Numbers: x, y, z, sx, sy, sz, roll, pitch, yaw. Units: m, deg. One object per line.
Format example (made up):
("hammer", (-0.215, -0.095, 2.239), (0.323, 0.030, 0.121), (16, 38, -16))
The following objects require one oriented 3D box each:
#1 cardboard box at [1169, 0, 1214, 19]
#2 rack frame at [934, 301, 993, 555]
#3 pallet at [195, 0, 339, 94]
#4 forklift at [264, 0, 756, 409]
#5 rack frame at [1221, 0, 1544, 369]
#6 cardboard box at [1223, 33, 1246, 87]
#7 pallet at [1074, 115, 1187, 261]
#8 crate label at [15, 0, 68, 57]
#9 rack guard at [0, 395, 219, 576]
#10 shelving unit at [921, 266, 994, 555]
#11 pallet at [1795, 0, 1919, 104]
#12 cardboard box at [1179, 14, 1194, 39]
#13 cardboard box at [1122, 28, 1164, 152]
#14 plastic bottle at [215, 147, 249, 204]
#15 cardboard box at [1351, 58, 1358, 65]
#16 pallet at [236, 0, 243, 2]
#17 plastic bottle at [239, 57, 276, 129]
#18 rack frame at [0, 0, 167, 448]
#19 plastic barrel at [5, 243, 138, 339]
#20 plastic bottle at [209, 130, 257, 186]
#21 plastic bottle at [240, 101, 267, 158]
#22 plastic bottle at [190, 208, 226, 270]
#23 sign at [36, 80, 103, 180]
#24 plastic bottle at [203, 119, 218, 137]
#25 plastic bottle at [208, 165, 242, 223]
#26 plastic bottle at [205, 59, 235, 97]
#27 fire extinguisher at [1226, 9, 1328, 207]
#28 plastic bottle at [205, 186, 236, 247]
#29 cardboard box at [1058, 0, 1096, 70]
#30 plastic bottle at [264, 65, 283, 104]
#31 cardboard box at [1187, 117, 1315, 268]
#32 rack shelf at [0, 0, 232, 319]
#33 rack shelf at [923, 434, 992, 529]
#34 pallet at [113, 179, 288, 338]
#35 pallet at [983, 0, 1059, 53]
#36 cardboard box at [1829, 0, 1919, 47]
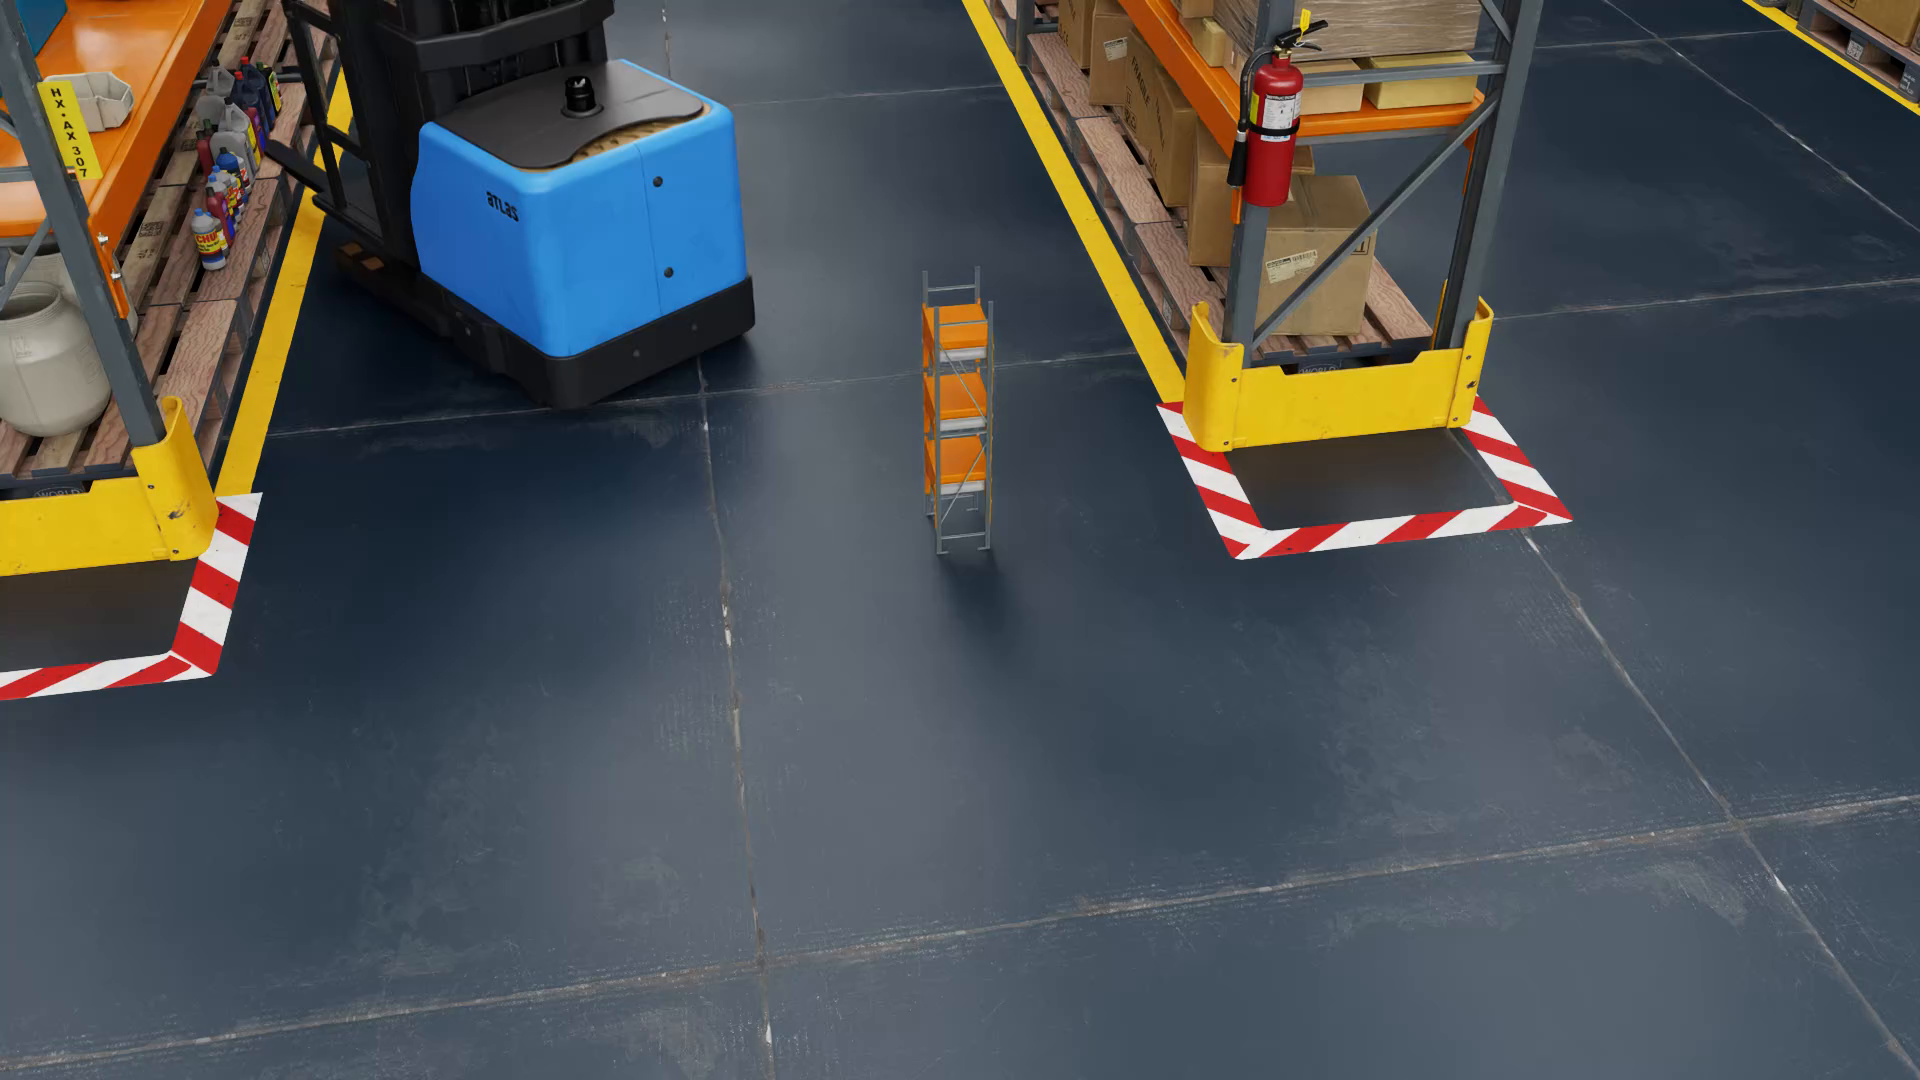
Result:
("cardboard box", (1.258, -2.435, 6.615), (0.875, 0.500, 0.500), (-6, 38, -8))
("rack frame", (0.012, -0.373, 5.875), (0.200, 1.050, 0.008), (-6, 38, -8))
("pallet", (-4.220, -2.906, 9.818), (1.003, 0.211, 1.213), (-6, 38, -8))
("forklift", (-2.300, -2.498, 7.076), (1.130, 2.935, 3.031), (-31, 48, -34))
("rack frame", (1.533, -1.654, 5.934), (1.000, 3.000, 0.127), (-6, 38, -8))
("cardboard box", (1.237, -1.855, 6.398), (0.380, 0.149, 0.250), (-6, 38, -8))
("pallet", (1.202, -1.828, 8.431), (1.003, 0.211, 1.213), (-6, 38, -8))
("crate label", (-3.932, -2.218, 6.631), (0.502, 0.435, 0.616), (-6, 38, -8))
("rack guard", (-3.403, -0.175, 6.067), (1.175, 0.500, 0.348), (-6, 38, -8))
("shelving unit", (-0.009, -0.447, 5.970), (0.215, 1.050, 0.252), (-6, 38, -8))
("pallet", (5.789, -2.973, 9.905), (1.003, 0.211, 1.213), (-6, 38, -8))
("cardboard box", (1.114, -2.154, 6.782), (0.380, 0.149, 0.250), (-6, 38, -8))
("cardboard box", (1.157, -2.291, 8.449), (0.500, 0.500, 0.500), (-9, 39, -12))
("plastic bottle", (-3.467, -1.736, 7.904), (0.097, 0.271, 0.097), (0, 38, 0))
("cardboard box", (1.693, -1.905, 6.462), (0.380, 0.149, 0.250), (-6, 38, -8))
("pallet", (-4.437, -3.644, 10.769), (1.003, 0.211, 1.213), (-6, 38, -8))
("plastic bottle", (-3.648, -2.307, 8.575), (0.144, 0.351, 0.185), (-7, 38, -9))
("rack frame", (-3.343, -1.121, 5.248), (1.000, 3.000, 0.127), (-6, 38, -8))
("plastic barrel", (-3.621, -0.996, 6.773), (0.421, 0.512, 0.421), (0, 38, 0))
("plastic bottle", (-3.533, -1.868, 8.070), (0.152, 0.276, 0.135), (-6, 38, -7))
("plastic bottle", (-3.544, -2.070, 8.325), (0.061, 0.283, 0.133), (-4, 38, -5))
("plastic bottle", (-3.354, -1.346, 7.403), (0.097, 0.271, 0.097), (0, 38, 0))
("sign", (-2.801, -1.287, 5.236), (0.100, 0.325, 0.005), (-6, 38, -8))
("plastic bottle", (-3.654, -1.942, 8.161), (0.061, 0.283, 0.133), (-6, 38, -8))
("plastic bottle", (-3.432, -1.613, 7.747), (0.097, 0.271, 0.097), (0, 38, 0))
("plastic bottle", (-3.790, -2.291, 8.555), (0.144, 0.351, 0.185), (-6, 38, -8))
("fire extinguisher", (1.100, -1.504, 5.805), (0.296, 0.674, 0.183), (-6, 38, -8))
("plastic bottle", (-3.376, -1.489, 7.578), (0.061, 0.283, 0.133), (-6, 38, -7))
("cardboard box", (0.863, -3.002, 9.365), (0.500, 0.500, 0.500), (-7, 38, -9))
("plastic bottle", (-3.674, -2.420, 8.842), (0.097, 0.201, 0.097), (0, 38, 0))
("cardboard box", (1.302, -1.569, 7.519), (0.500, 0.500, 0.500), (3, 38, 4))
("rack shelf", (-3.694, -2.045, 7.024), (1.077, 0.370, 4.000), (-6, 38, -8))
("rack shelf", (-0.009, -0.219, 6.147), (0.215, 0.259, 0.240), (-6, 38, -8))
("pallet", (-3.750, -1.287, 7.735), (1.003, 0.211, 1.213), (-6, 38, -8))
("pallet", (0.694, -3.439, 10.504), (1.003, 0.211, 1.213), (-6, 38, -8))
("cardboard box", (5.774, -3.481, 9.676), (0.875, 0.875, 0.875), (-6, 38, -7))
